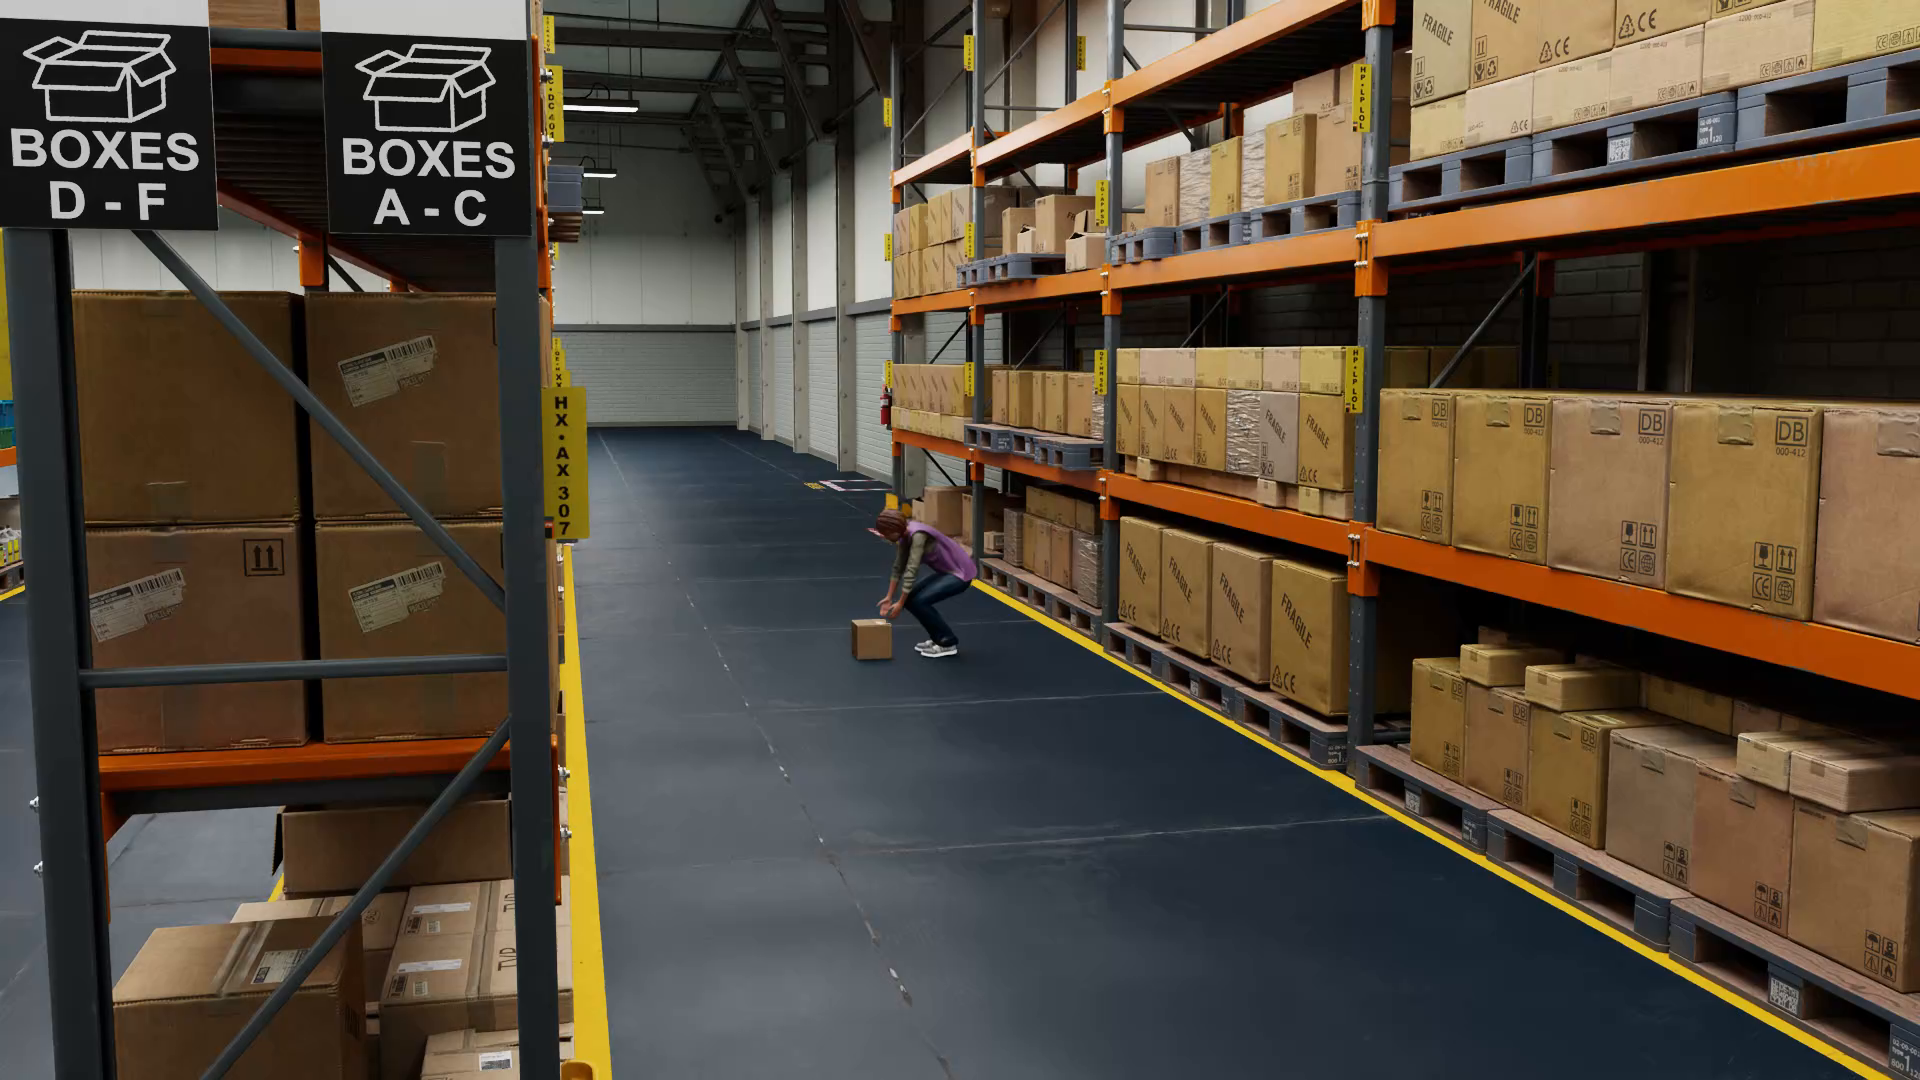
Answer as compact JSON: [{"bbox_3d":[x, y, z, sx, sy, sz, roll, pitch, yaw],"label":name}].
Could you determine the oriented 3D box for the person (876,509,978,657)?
[{"bbox_3d":[-0.239,0.303,12.025,0.754,1.075,0.461,-2,7,-14],"label":"person"}]
